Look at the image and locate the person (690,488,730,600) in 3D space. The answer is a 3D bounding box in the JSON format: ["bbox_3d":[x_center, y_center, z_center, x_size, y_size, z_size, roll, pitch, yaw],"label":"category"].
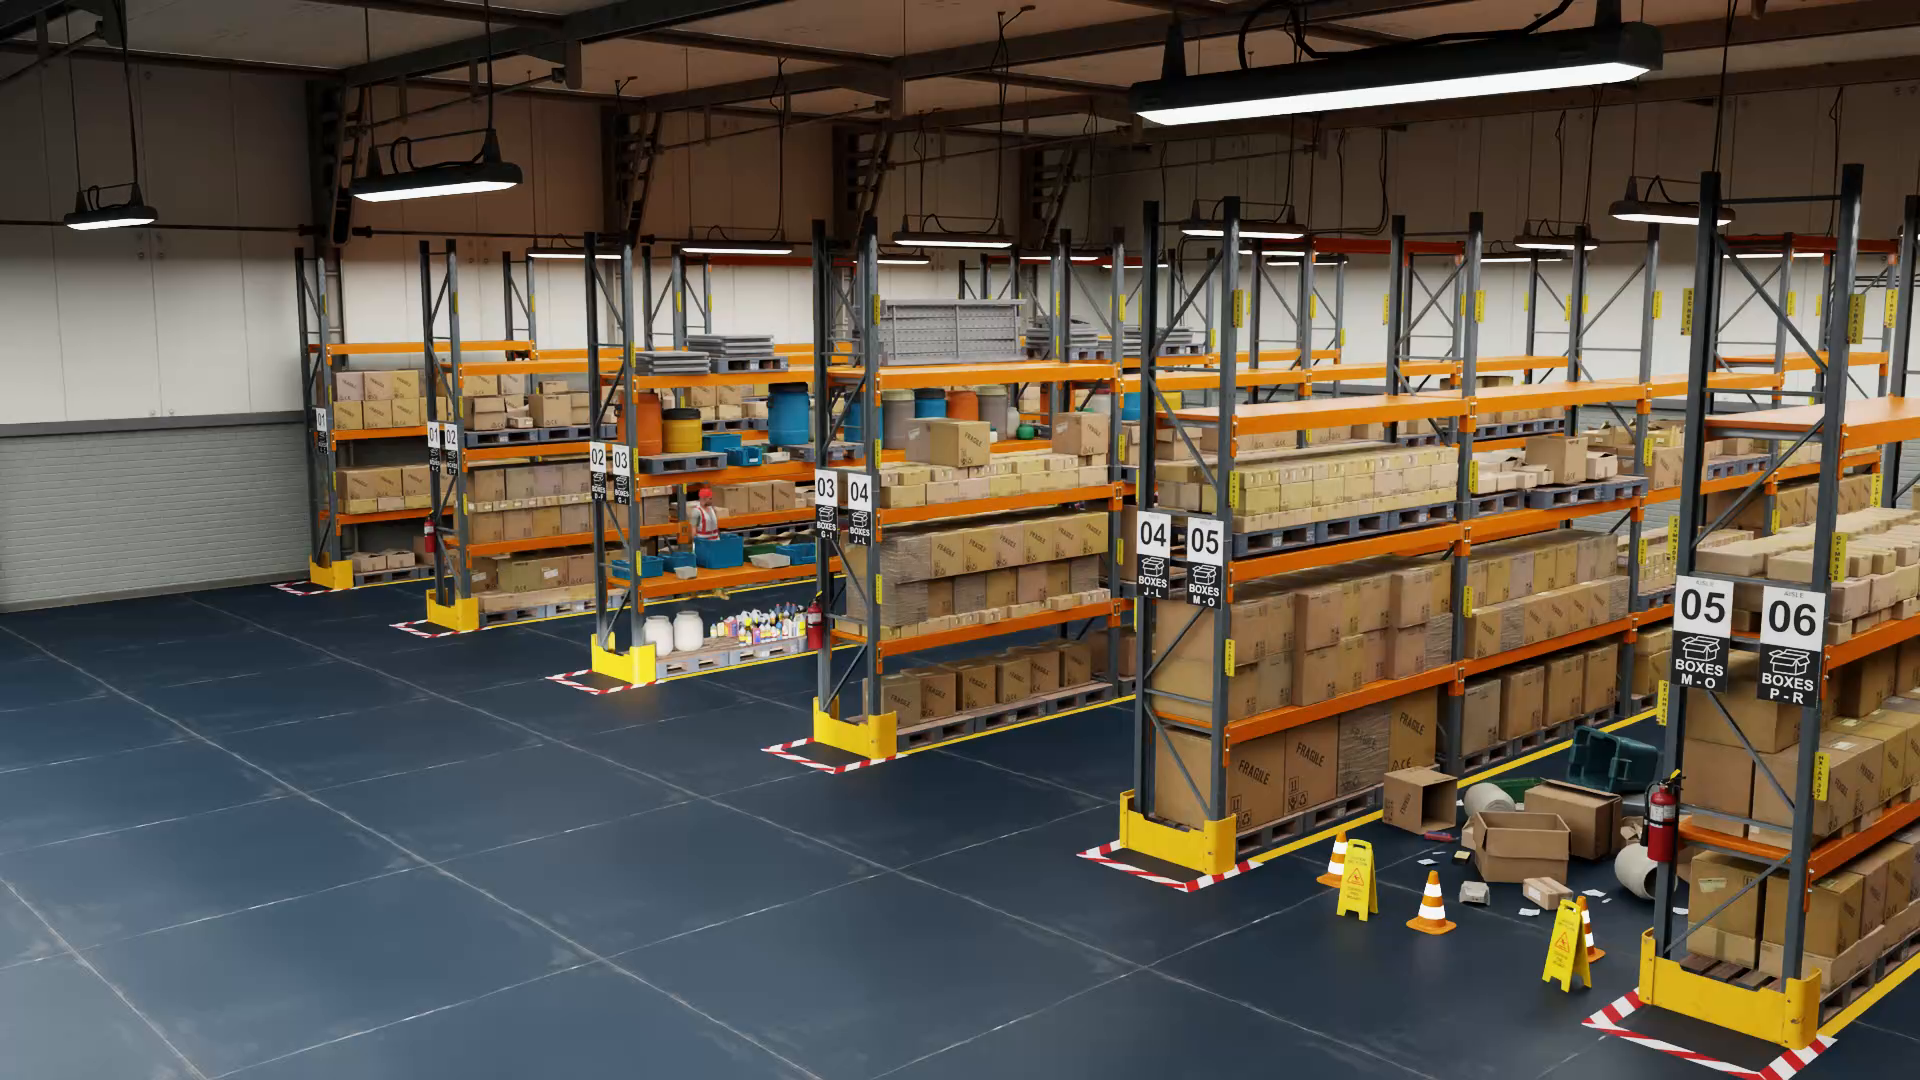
[{"bbox_3d":[-4.106,0.077,26.952,0.650,1.849,0.426,-7,11,-41],"label":"person"}]
